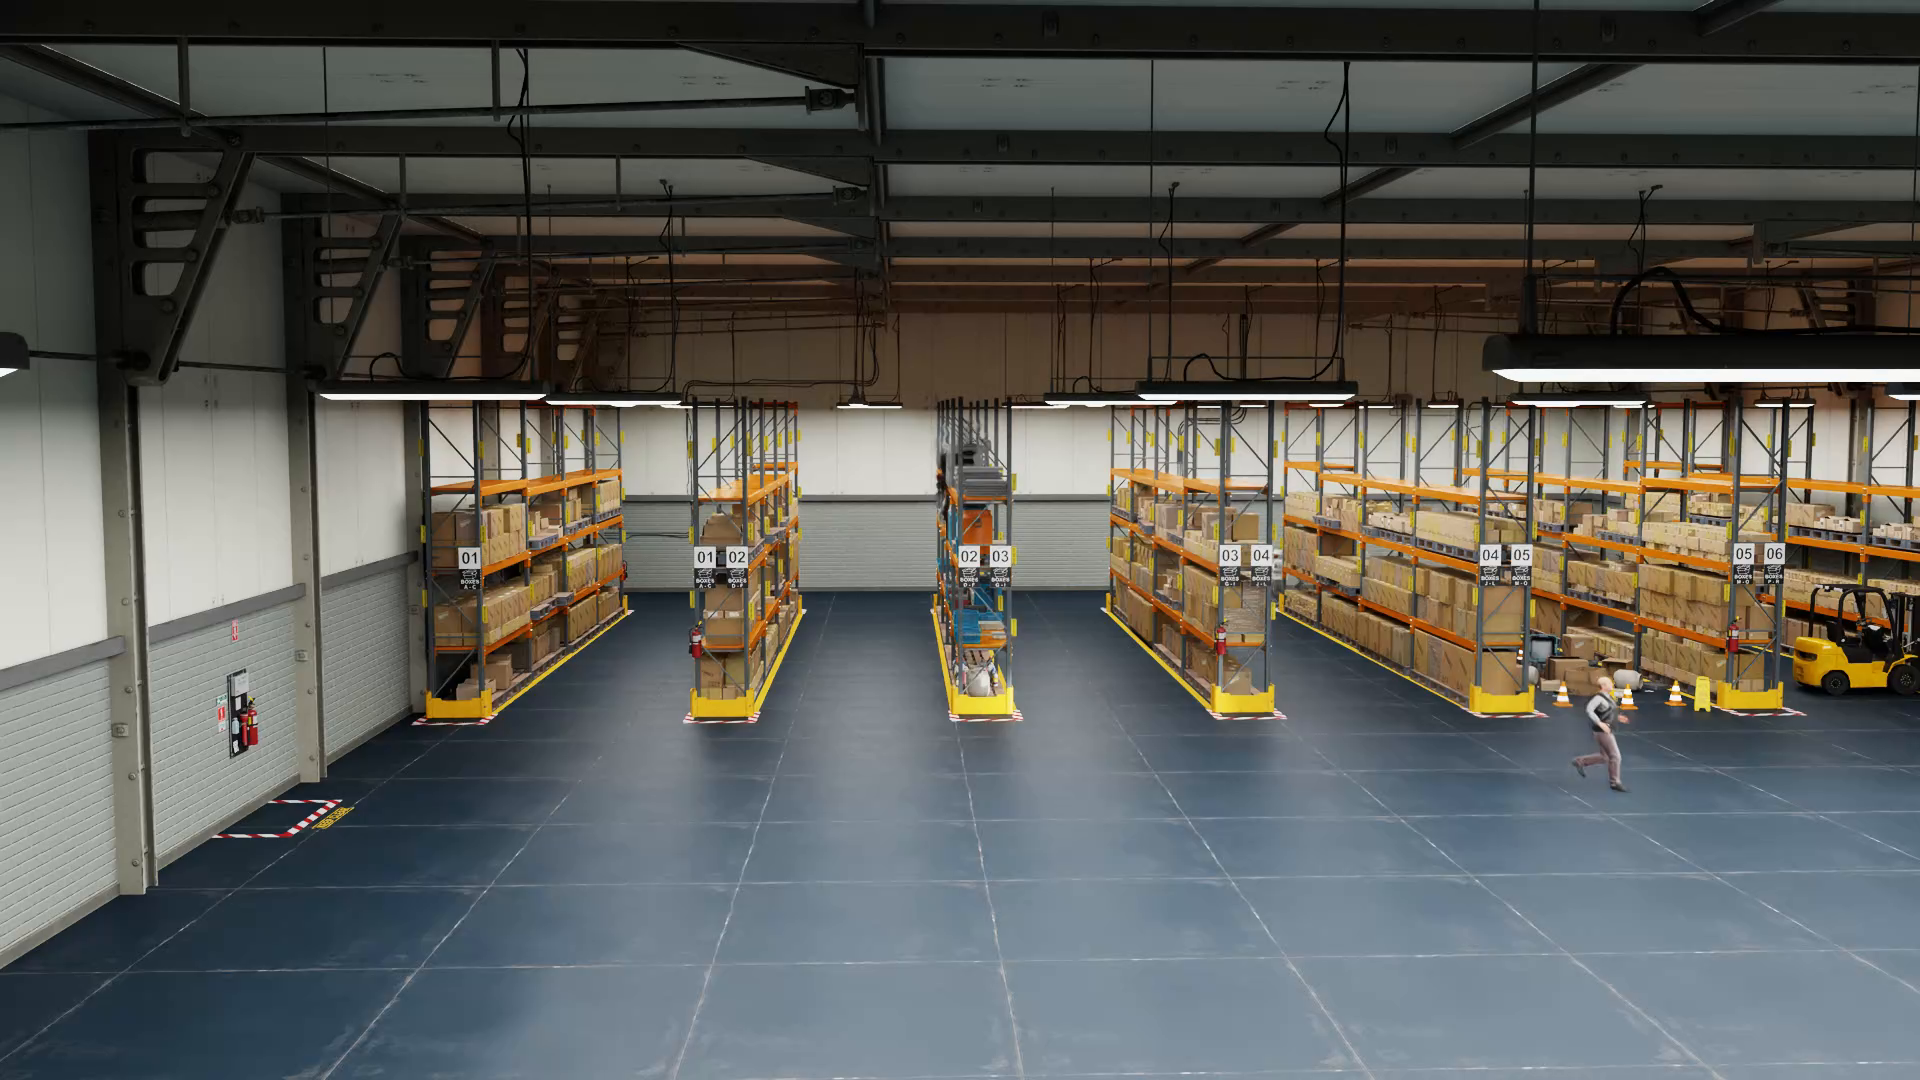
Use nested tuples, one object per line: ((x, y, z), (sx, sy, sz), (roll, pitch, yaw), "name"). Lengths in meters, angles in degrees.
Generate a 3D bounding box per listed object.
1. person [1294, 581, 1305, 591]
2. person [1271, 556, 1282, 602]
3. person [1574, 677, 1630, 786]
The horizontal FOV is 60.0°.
((10.093, 1.288, 49.038), (0.712, 1.330, 0.582), (3, 5, 34), "person")
((9.310, 1.155, 48.993), (0.652, 1.404, 0.616), (-1, 5, -14), "person")
((9.727, 2.892, 25.249), (0.778, 1.640, 0.662), (3, 5, 31), "person")
